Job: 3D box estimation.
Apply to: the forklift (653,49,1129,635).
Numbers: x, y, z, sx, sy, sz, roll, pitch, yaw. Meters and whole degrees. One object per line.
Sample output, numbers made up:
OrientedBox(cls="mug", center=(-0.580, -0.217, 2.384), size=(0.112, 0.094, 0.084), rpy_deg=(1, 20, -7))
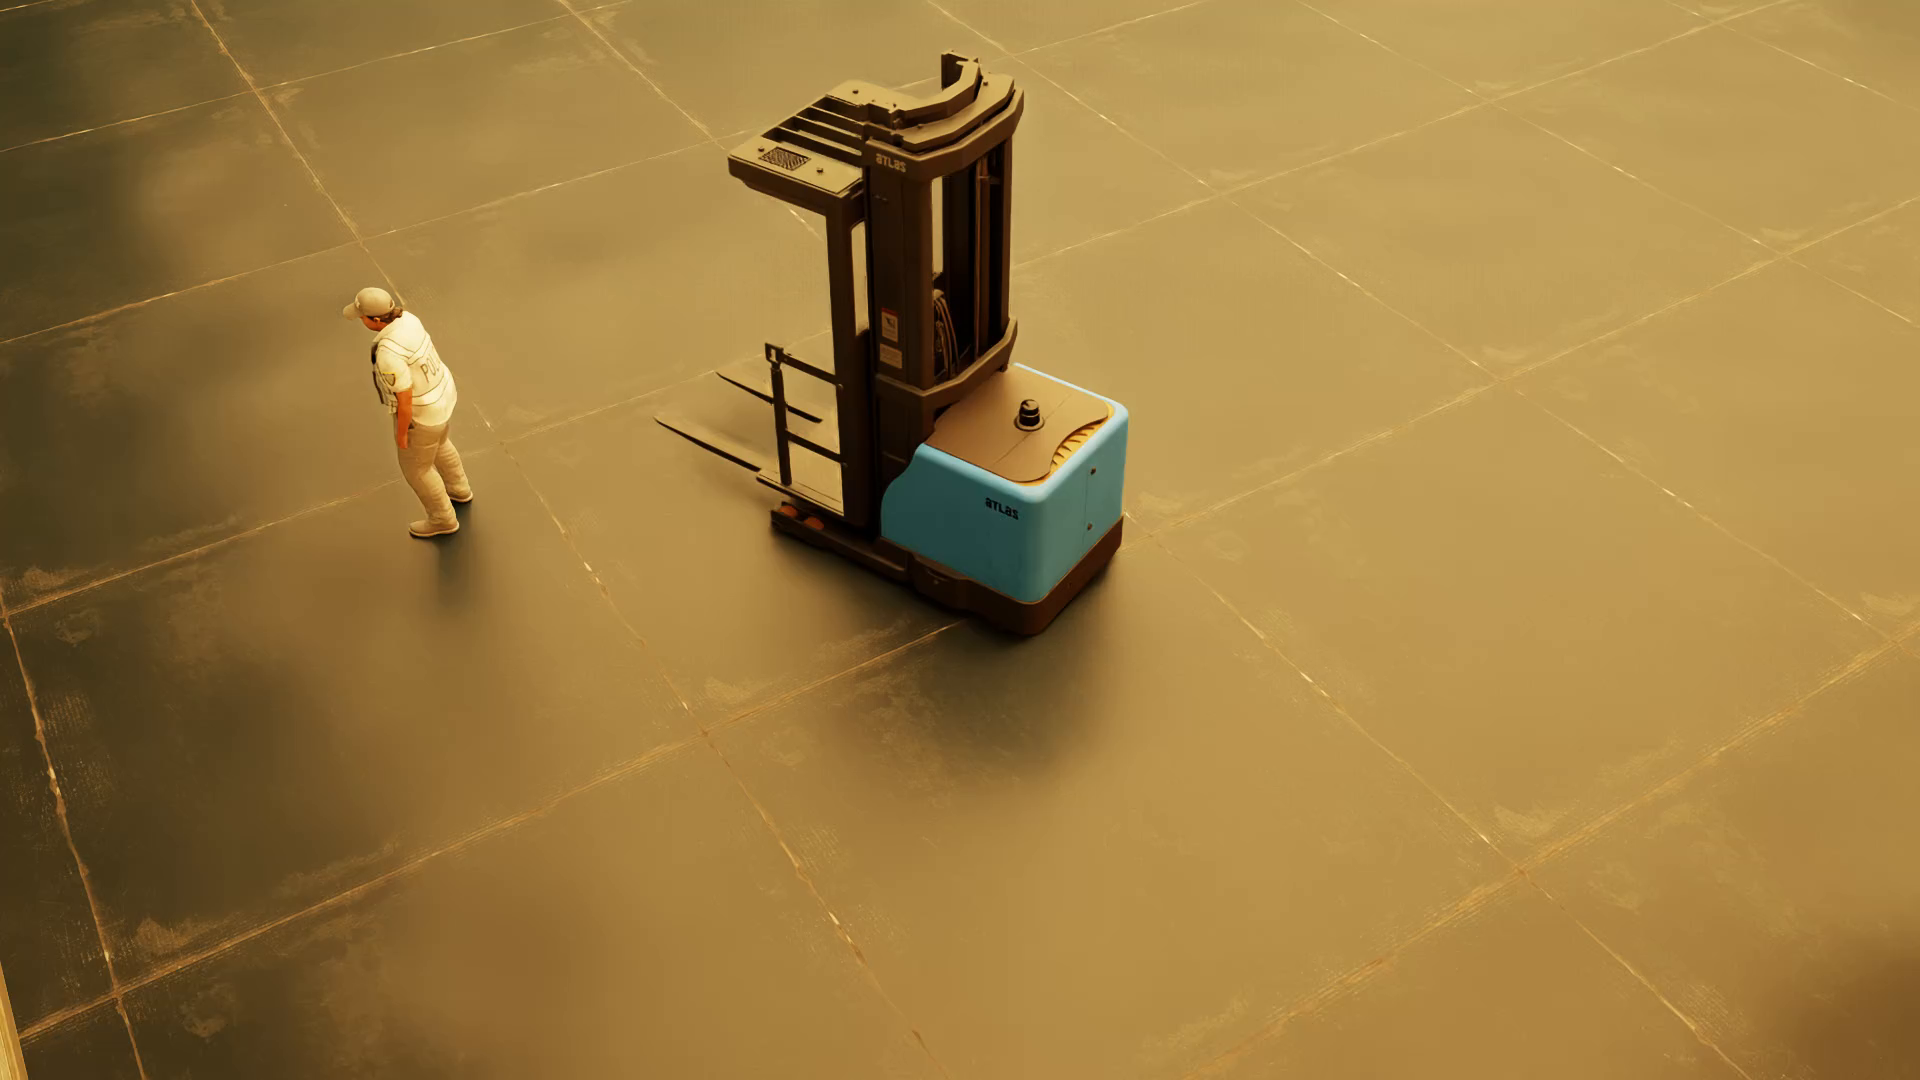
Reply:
OrientedBox(cls="forklift", center=(-0.538, -1.338, 9.402), size=(3.031, 2.935, 1.130), rpy_deg=(25, 47, 25))

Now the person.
OrientedBox(cls="person", center=(-3.188, -0.773, 9.719), size=(0.464, 1.666, 0.564), rpy_deg=(2, 41, 2))
